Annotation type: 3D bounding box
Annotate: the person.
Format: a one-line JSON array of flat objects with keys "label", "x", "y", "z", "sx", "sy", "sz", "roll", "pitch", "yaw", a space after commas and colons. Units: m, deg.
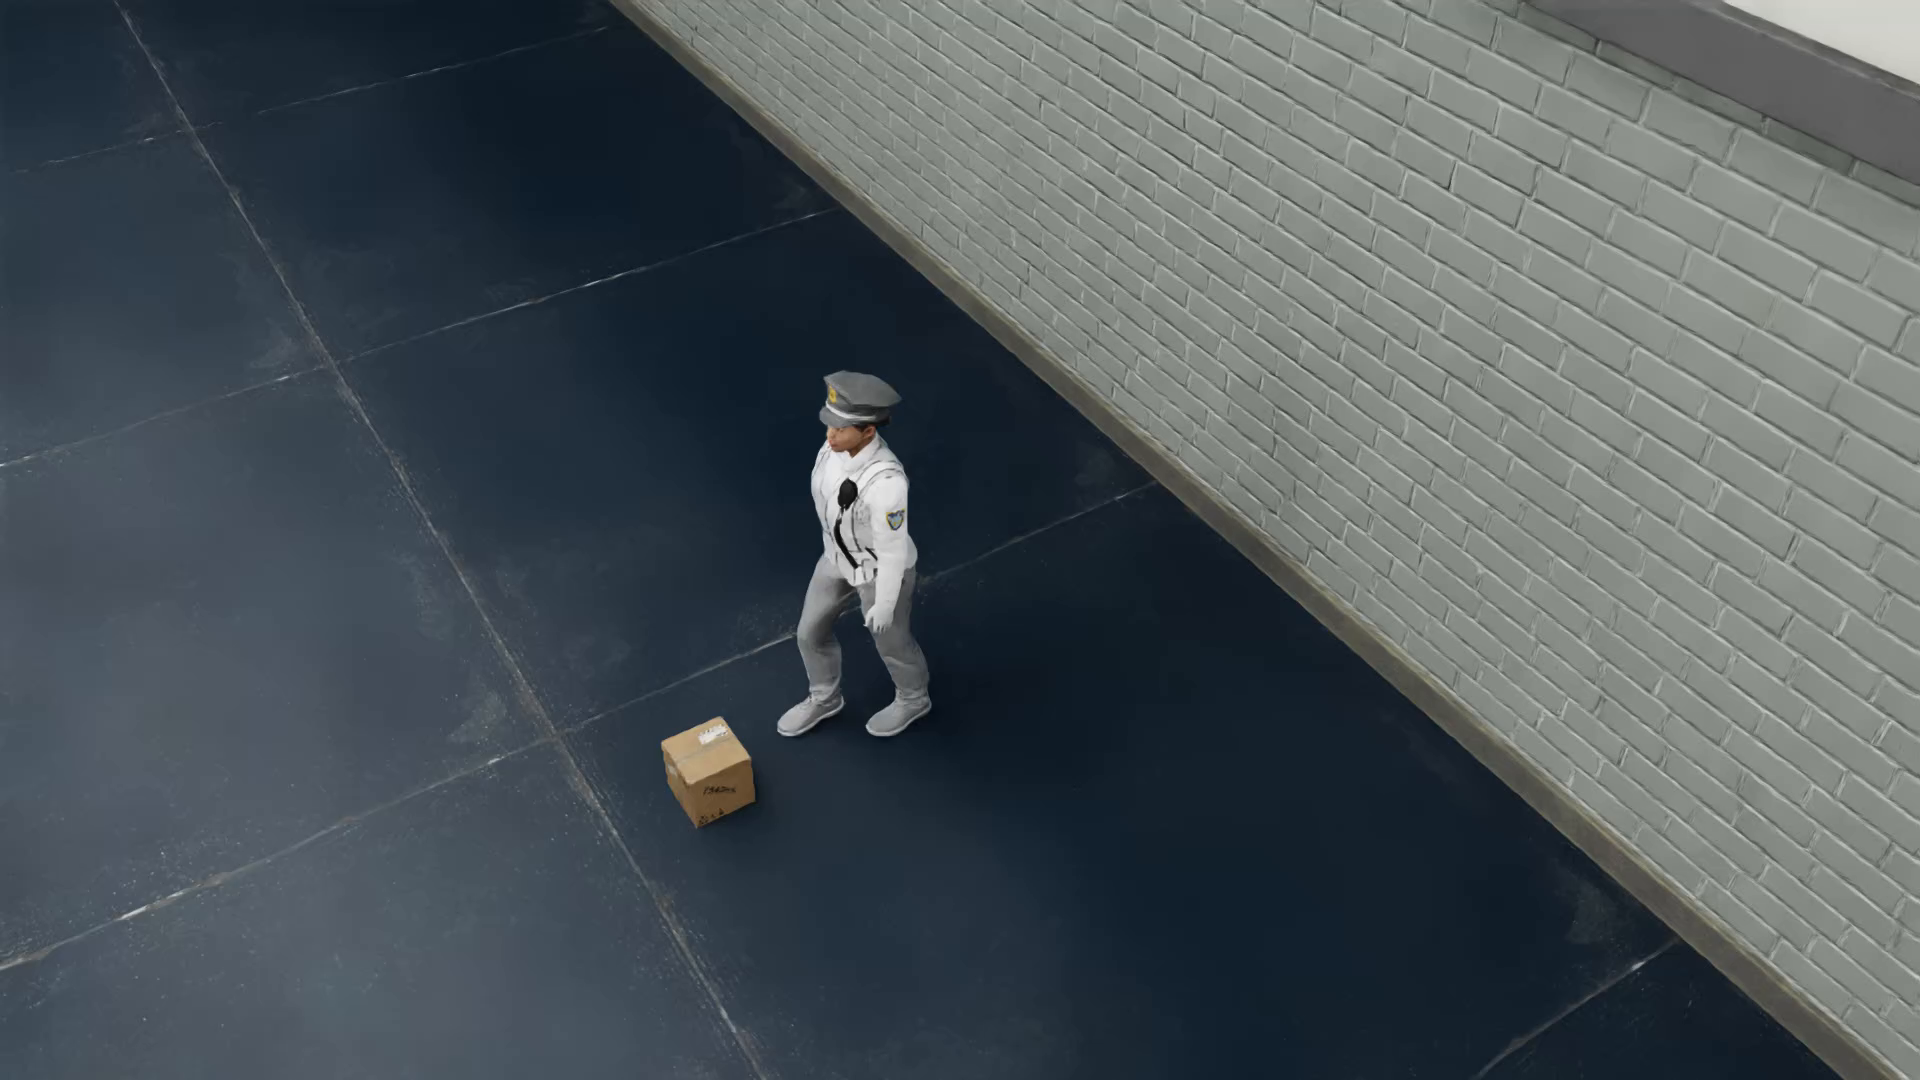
[{"label": "person", "x": -0.374, "y": 0.119, "z": 5.988, "sx": 0.576, "sy": 1.682, "sz": 0.478, "roll": -23, "pitch": 46, "yaw": -25}]
